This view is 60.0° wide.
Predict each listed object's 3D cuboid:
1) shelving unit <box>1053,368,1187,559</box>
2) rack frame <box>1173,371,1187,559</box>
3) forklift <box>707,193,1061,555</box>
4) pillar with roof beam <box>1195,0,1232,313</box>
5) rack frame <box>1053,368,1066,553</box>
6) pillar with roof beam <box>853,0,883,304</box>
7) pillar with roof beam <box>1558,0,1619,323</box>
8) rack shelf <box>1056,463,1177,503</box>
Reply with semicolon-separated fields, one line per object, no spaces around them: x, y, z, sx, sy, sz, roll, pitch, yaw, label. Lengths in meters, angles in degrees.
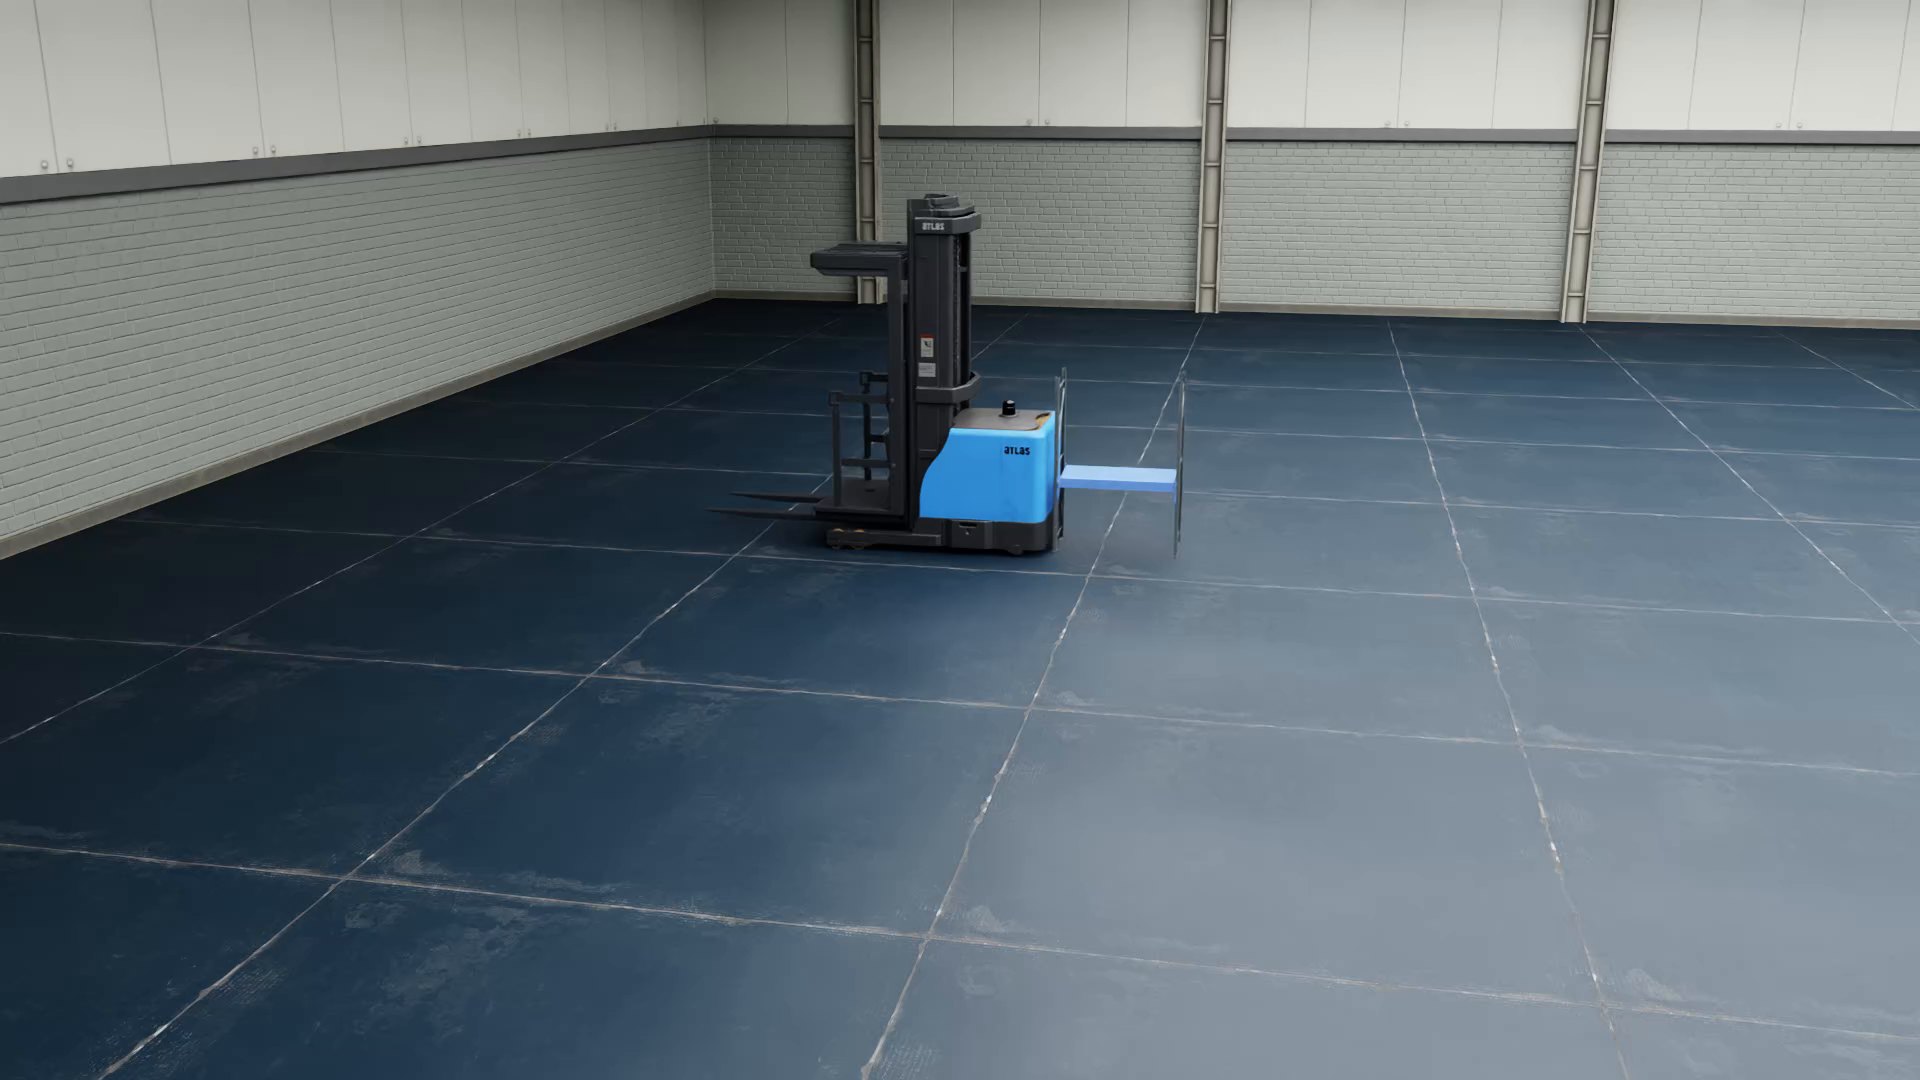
1.348;-0.657;14.055;1.048;1.500;0.538;3;16;10;shelving unit
1.848;-0.633;13.966;0.032;1.500;0.500;3;16;10;rack frame
-0.677;-1.467;14.297;3.031;2.935;1.130;3;16;12;forklift
3.412;-7.153;23.459;0.400;9.000;9.100;3;16;11;pillar with roof beam
0.848;-0.682;14.144;0.032;1.500;0.500;3;16;10;rack frame
-2.468;-7.472;24.611;0.400;9.000;9.100;3;16;11;pillar with roof beam
9.292;-6.834;22.307;0.400;9.000;9.100;3;16;11;pillar with roof beam
1.348;-0.484;14.103;1.000;0.185;0.538;3;16;10;rack shelf
